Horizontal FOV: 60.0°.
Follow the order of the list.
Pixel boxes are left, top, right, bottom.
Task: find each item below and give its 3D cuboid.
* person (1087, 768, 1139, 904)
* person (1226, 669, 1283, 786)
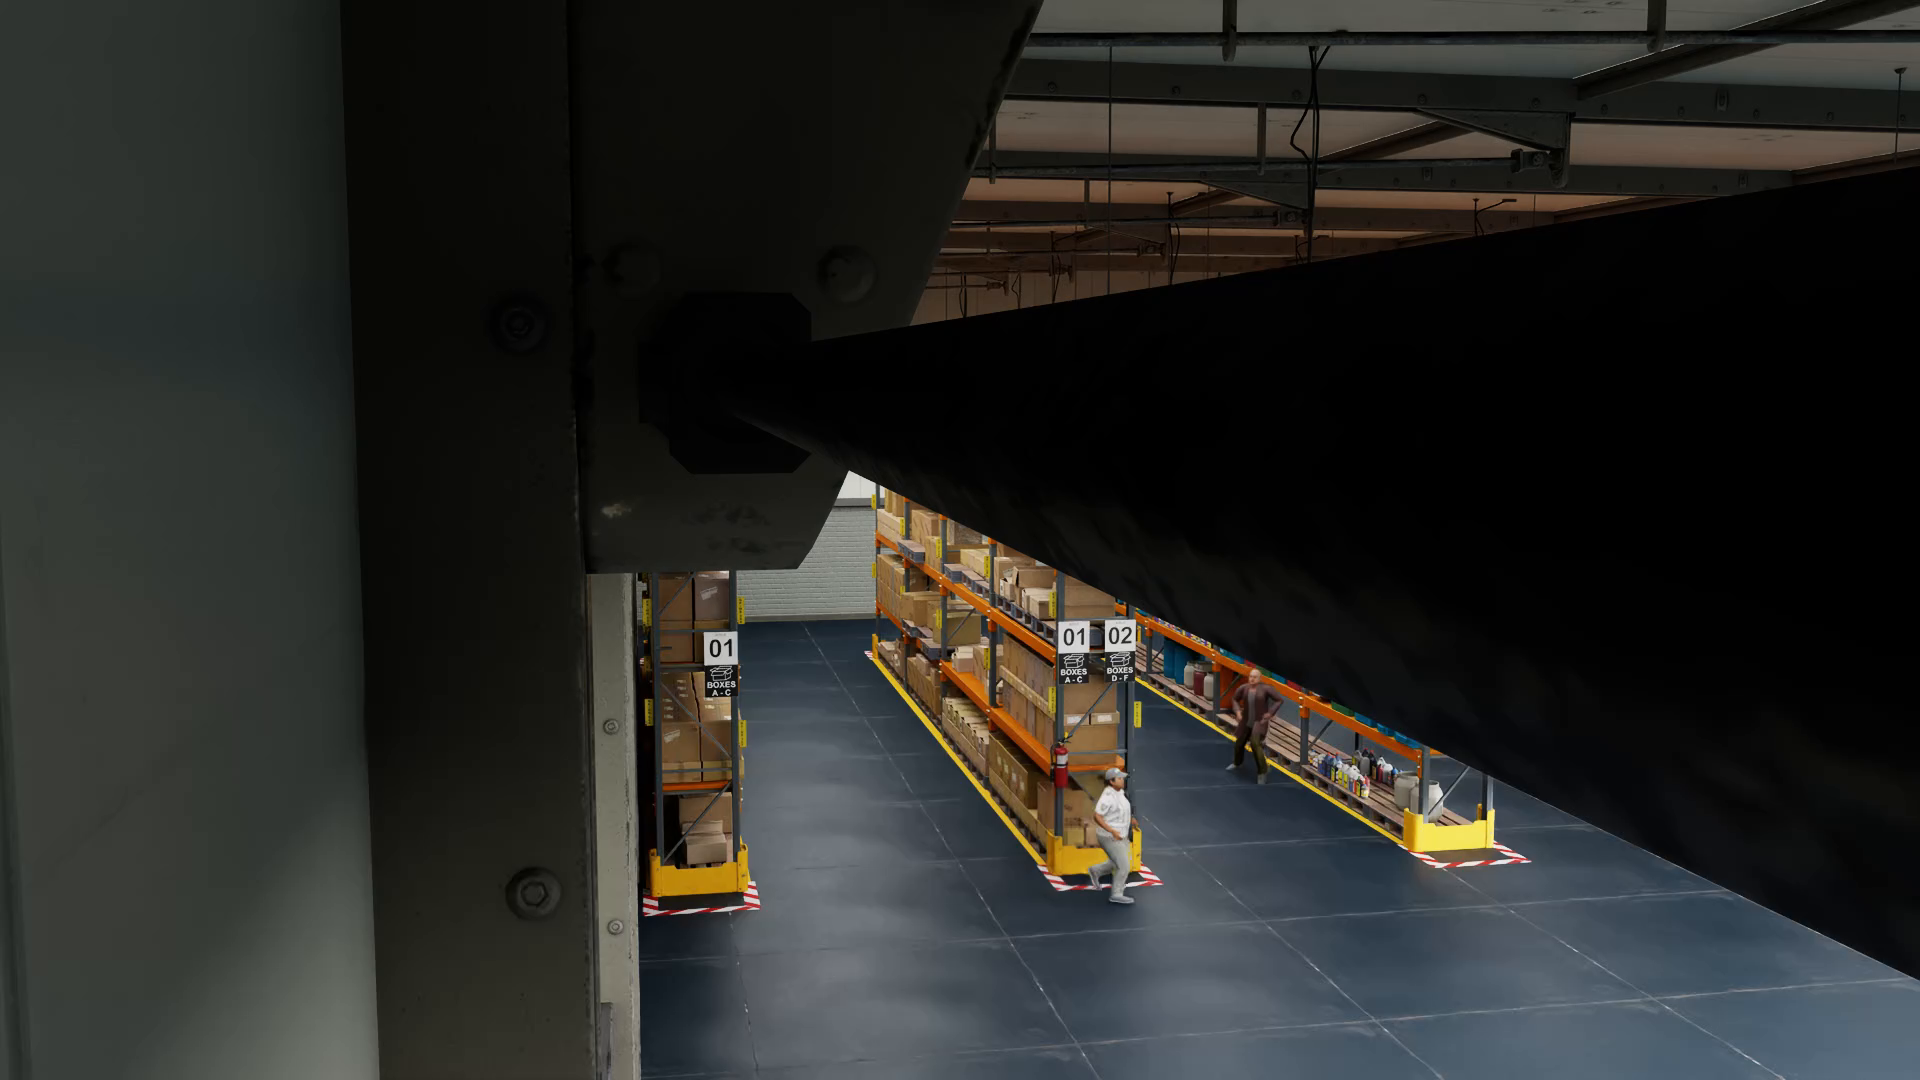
[{"bbox_3d":[1.783,3.499,19.751,0.640,1.625,0.603,3,6,23],"label":"person"},{"bbox_3d":[4.525,2.849,25.695,0.902,1.761,0.762,3,7,29],"label":"person"}]
